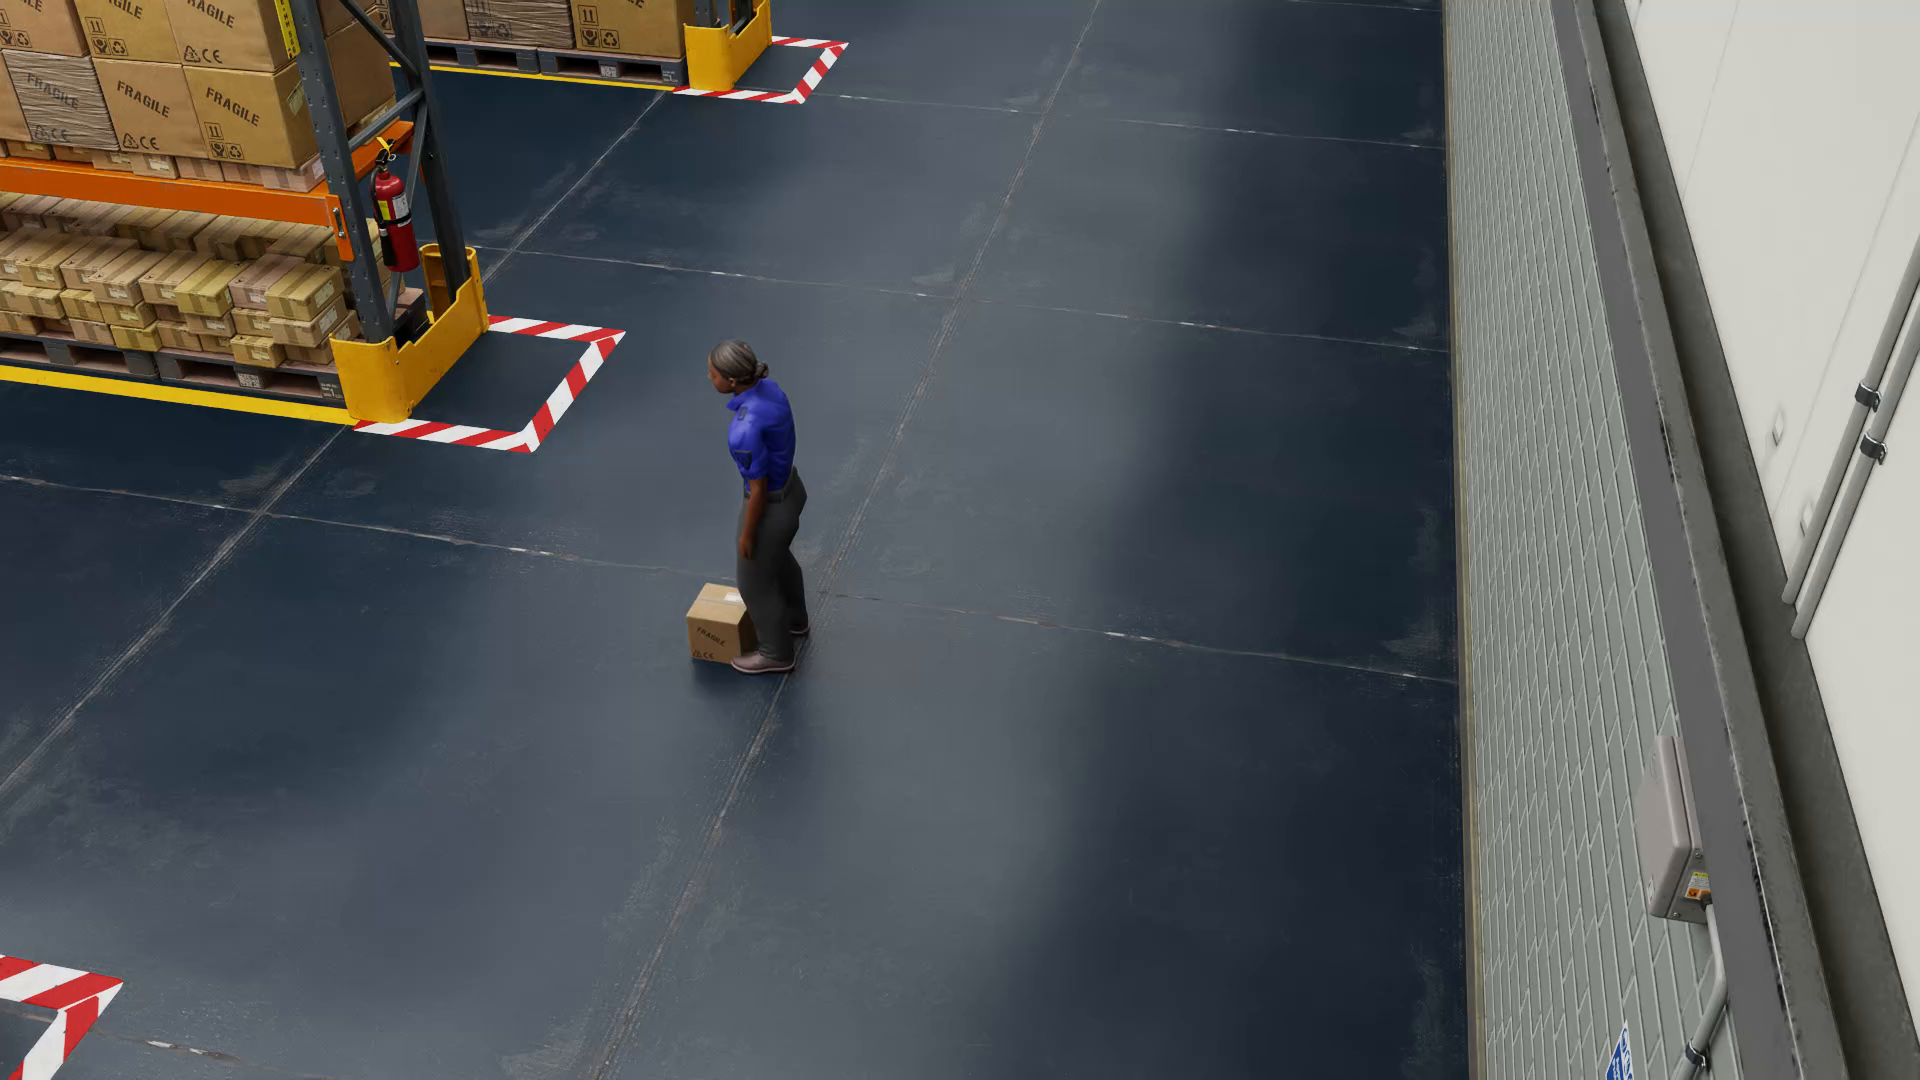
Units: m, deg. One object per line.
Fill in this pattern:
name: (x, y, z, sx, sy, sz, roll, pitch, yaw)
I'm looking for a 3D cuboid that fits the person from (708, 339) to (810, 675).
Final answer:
person: (-0.850, -0.152, 7.171, 0.351, 1.653, 0.524, 5, 37, 7)
